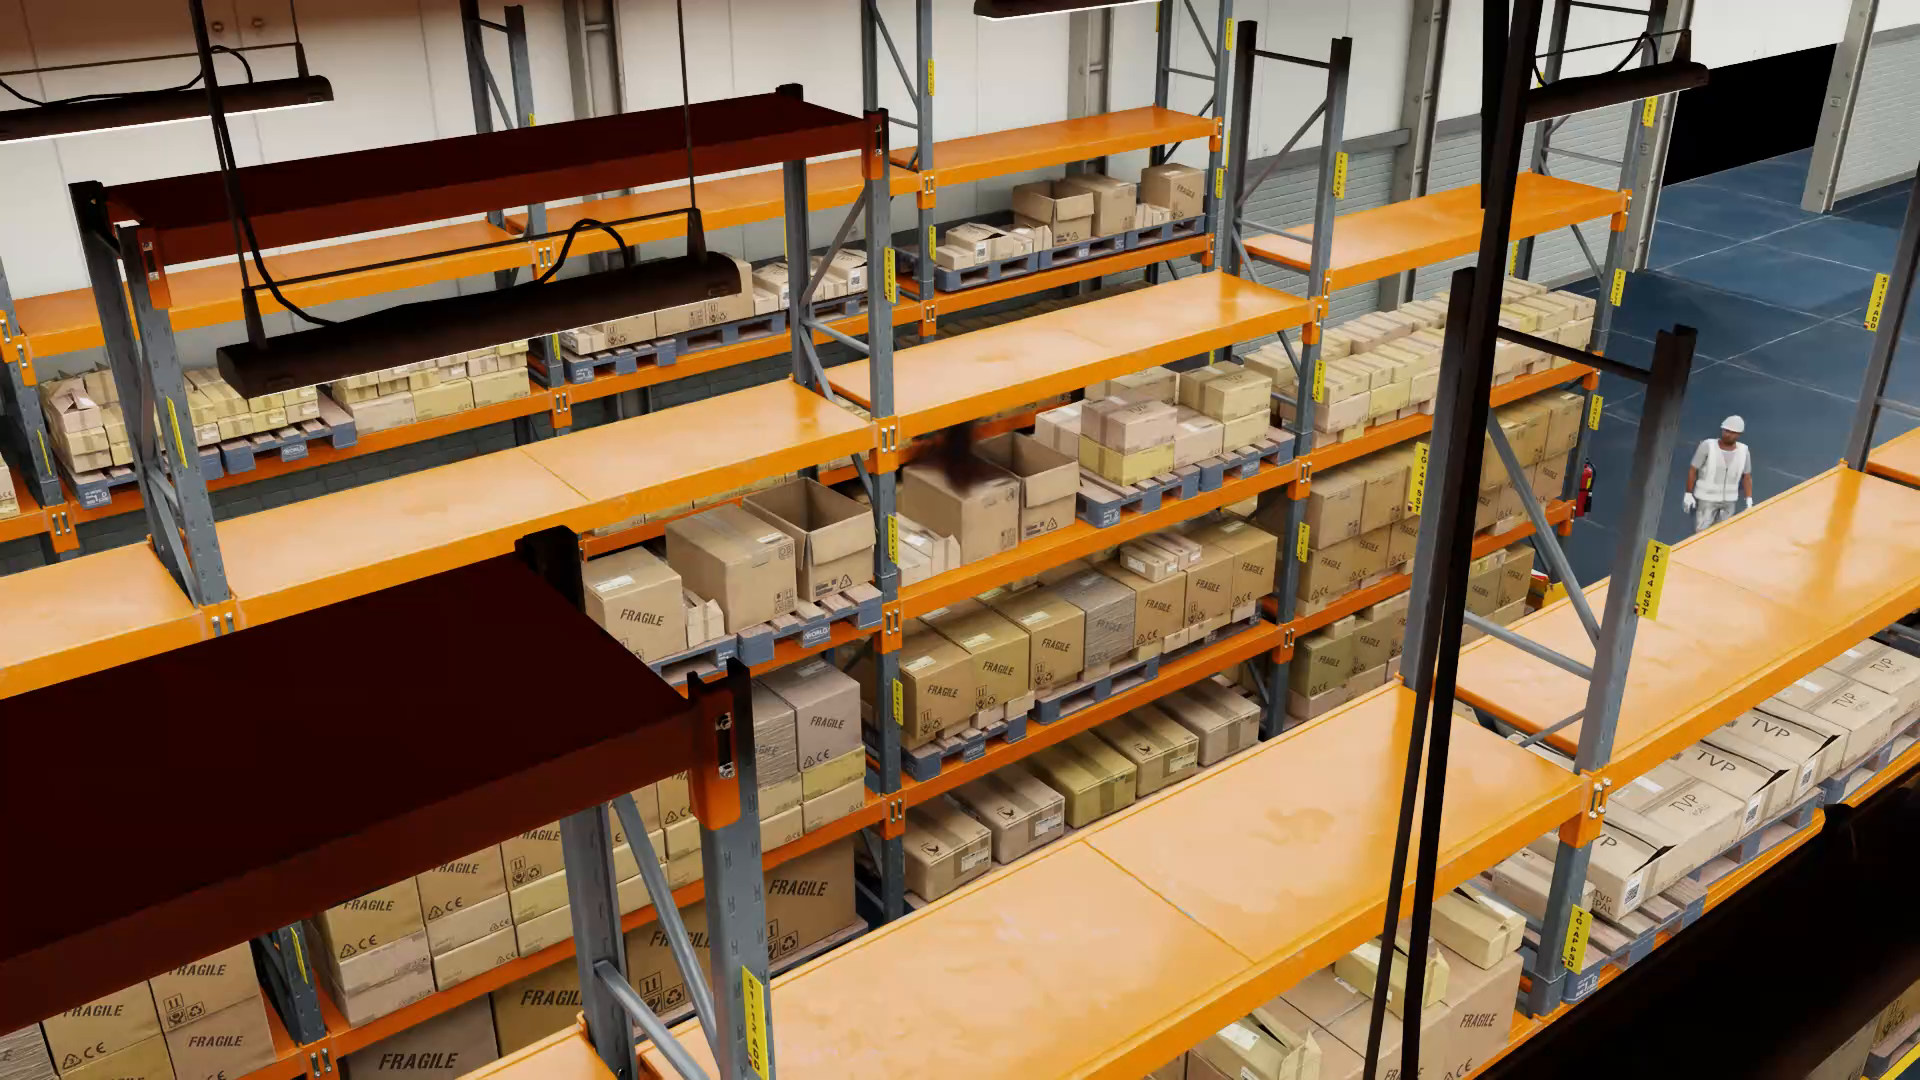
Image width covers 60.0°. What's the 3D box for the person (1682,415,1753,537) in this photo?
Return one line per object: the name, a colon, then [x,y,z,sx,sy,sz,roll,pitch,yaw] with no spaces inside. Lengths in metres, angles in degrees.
person: [7.703,-0.379,16.875,0.628,1.768,0.640,-4,26,-8]
